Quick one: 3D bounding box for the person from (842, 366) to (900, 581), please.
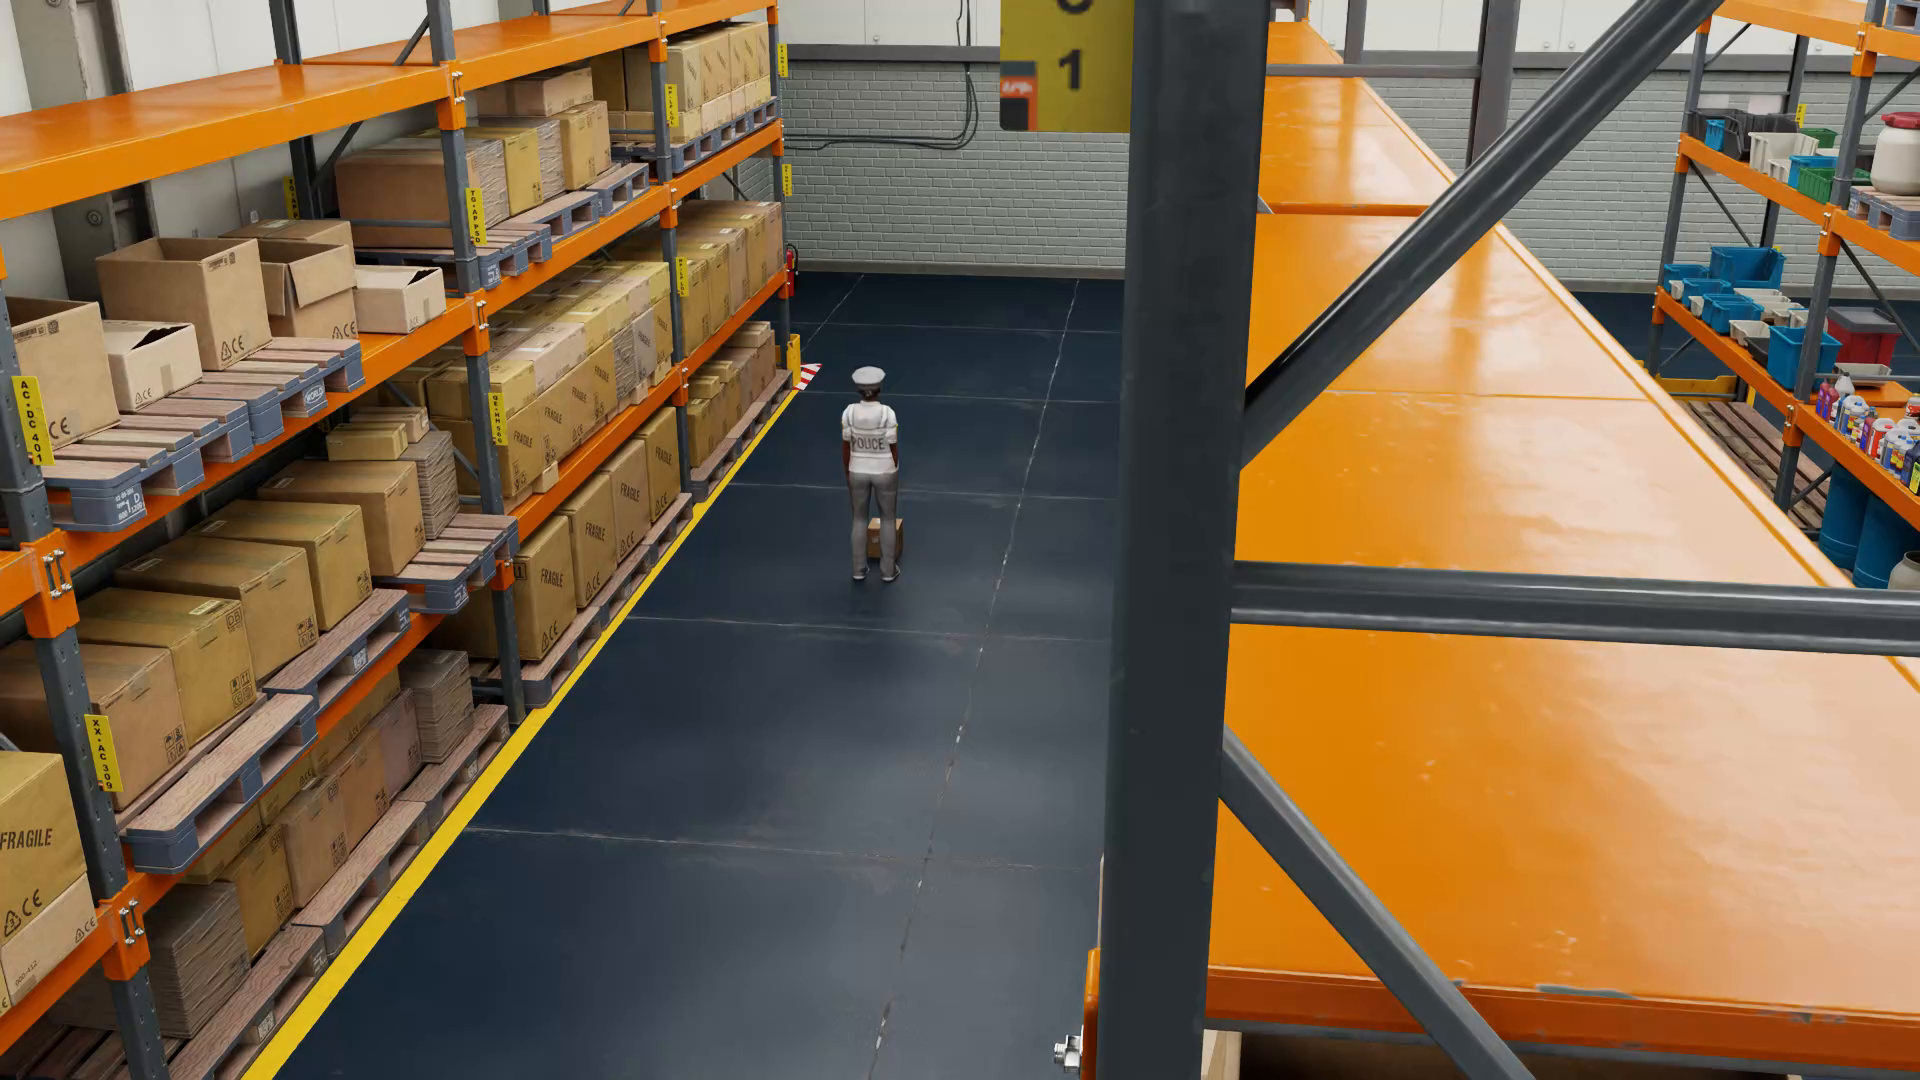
[{"bbox_3d":[-0.681,-0.499,12.755,0.437,1.671,0.341,3,22,8],"label":"person"}]
